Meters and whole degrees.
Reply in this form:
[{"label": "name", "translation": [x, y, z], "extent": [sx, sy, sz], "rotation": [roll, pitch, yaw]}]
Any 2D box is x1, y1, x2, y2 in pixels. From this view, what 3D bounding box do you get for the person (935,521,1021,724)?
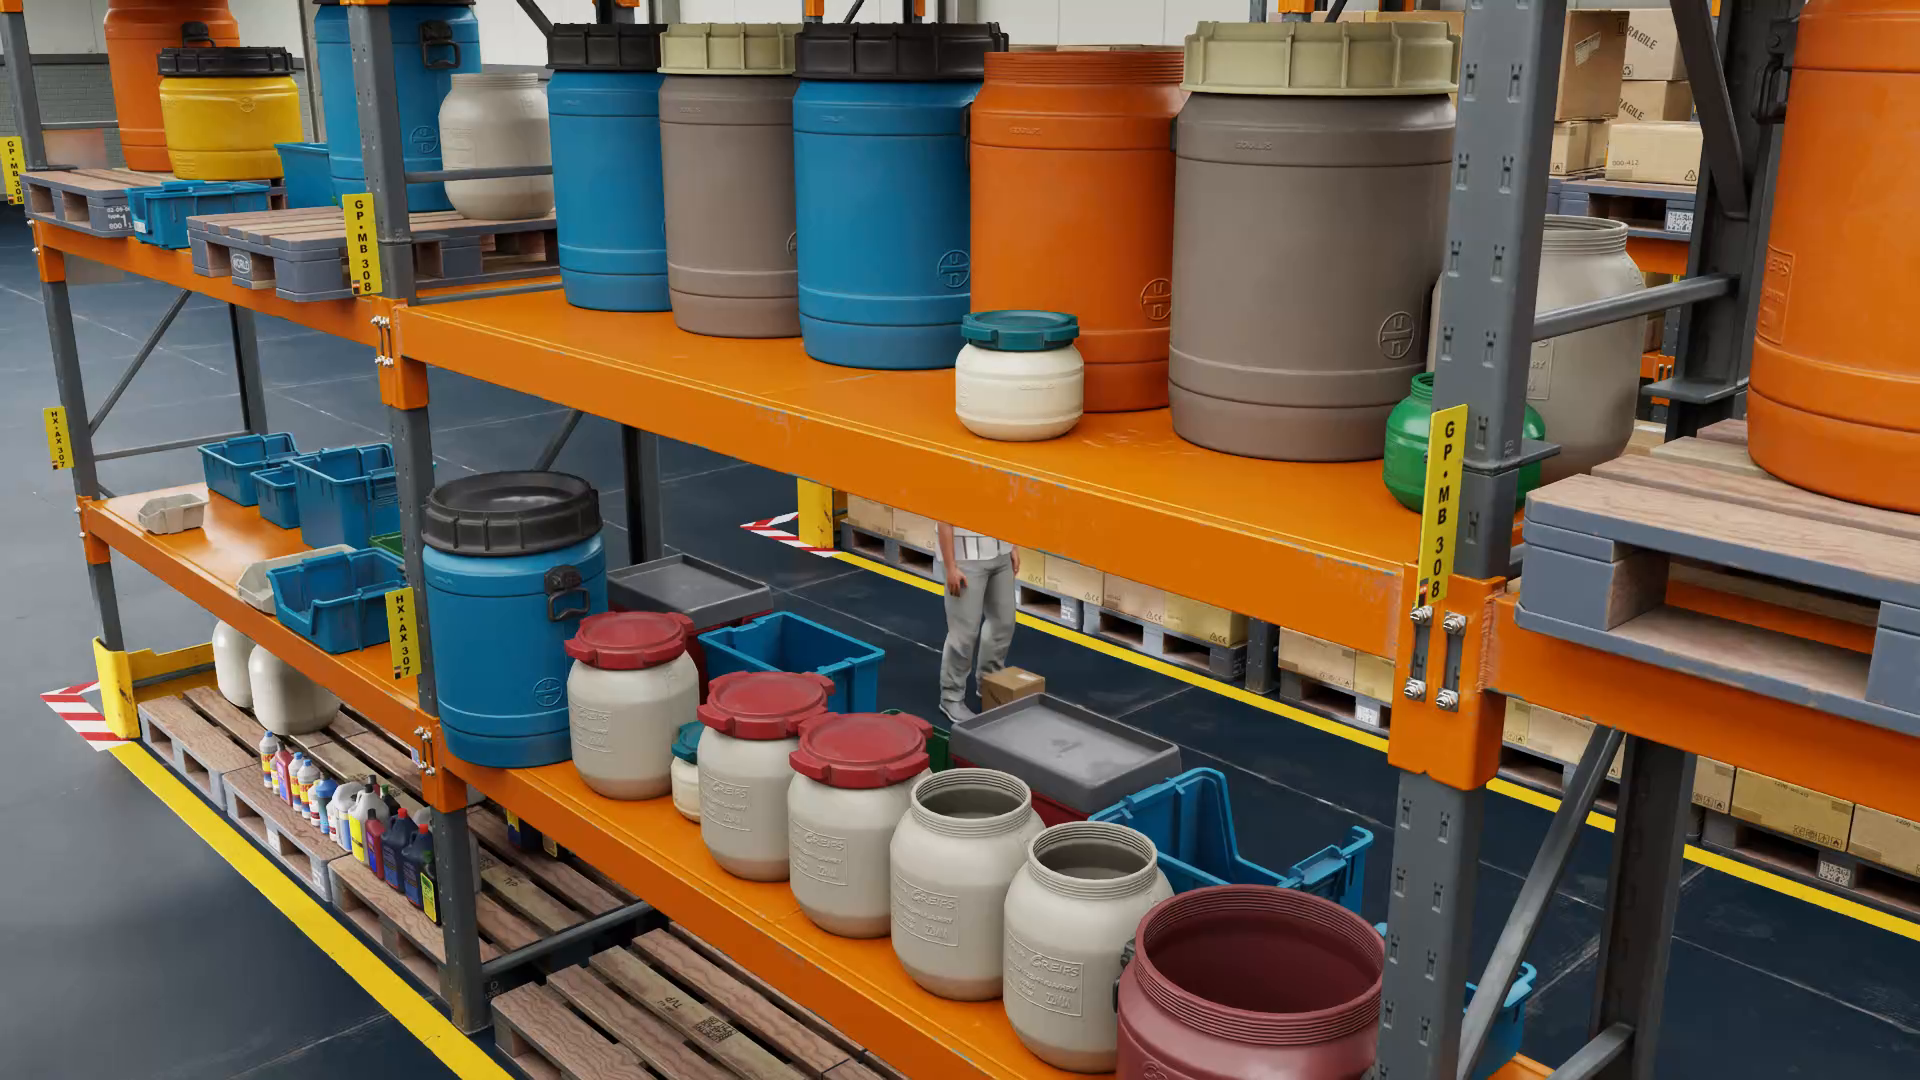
[{"label": "person", "translation": [0.105, 0.104, 9.197], "extent": [0.447, 1.747, 0.598], "rotation": [16, 23, 41]}]
